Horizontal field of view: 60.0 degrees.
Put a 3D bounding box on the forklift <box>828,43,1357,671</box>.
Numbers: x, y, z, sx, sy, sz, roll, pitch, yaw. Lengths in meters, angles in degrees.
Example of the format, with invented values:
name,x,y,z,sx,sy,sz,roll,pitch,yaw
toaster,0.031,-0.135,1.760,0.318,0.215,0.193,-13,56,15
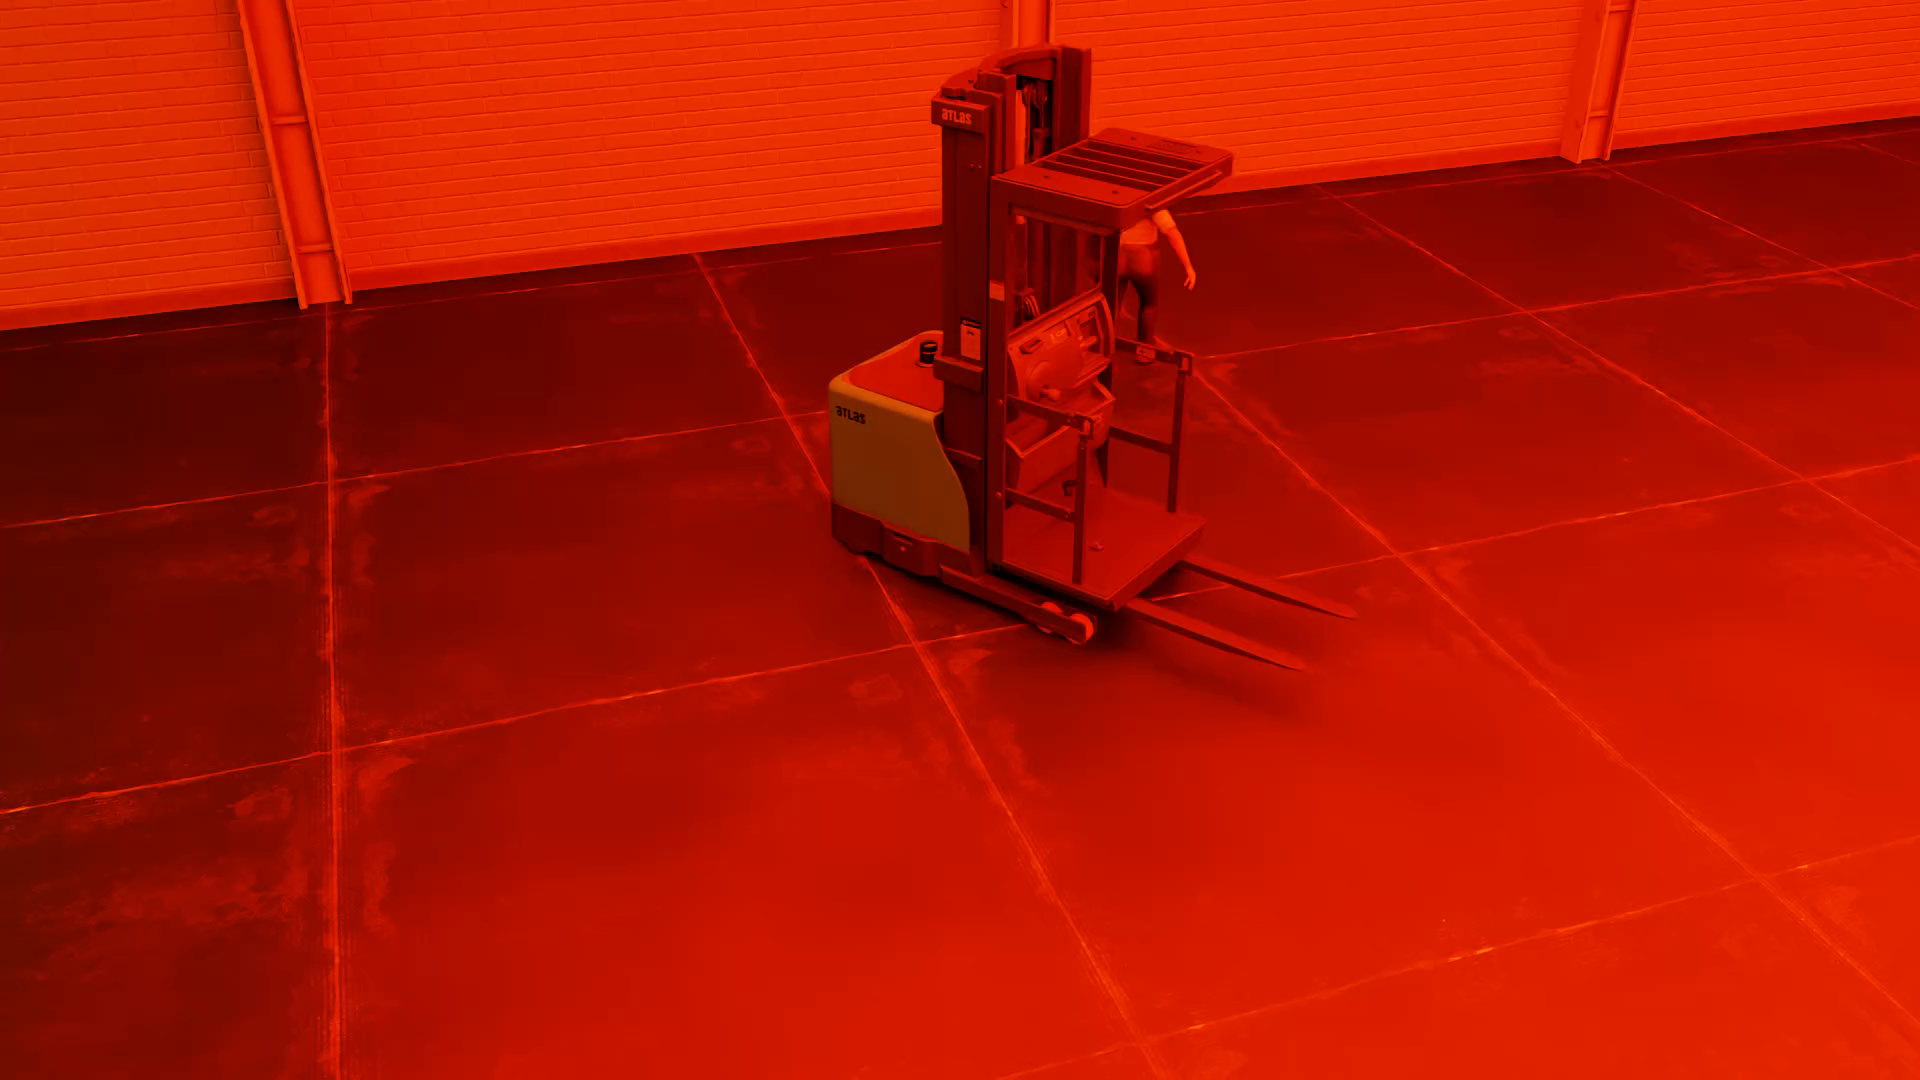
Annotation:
name,x,y,z,sx,sy,sz,roll,pitch,yaw
forklift,0.716,-1.003,8.830,3.031,2.935,1.130,20,36,31

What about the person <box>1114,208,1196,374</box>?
name,x,y,z,sx,sy,sz,roll,pitch,yaw
person,1.263,-1.971,11.853,0.899,1.630,0.721,9,31,15
